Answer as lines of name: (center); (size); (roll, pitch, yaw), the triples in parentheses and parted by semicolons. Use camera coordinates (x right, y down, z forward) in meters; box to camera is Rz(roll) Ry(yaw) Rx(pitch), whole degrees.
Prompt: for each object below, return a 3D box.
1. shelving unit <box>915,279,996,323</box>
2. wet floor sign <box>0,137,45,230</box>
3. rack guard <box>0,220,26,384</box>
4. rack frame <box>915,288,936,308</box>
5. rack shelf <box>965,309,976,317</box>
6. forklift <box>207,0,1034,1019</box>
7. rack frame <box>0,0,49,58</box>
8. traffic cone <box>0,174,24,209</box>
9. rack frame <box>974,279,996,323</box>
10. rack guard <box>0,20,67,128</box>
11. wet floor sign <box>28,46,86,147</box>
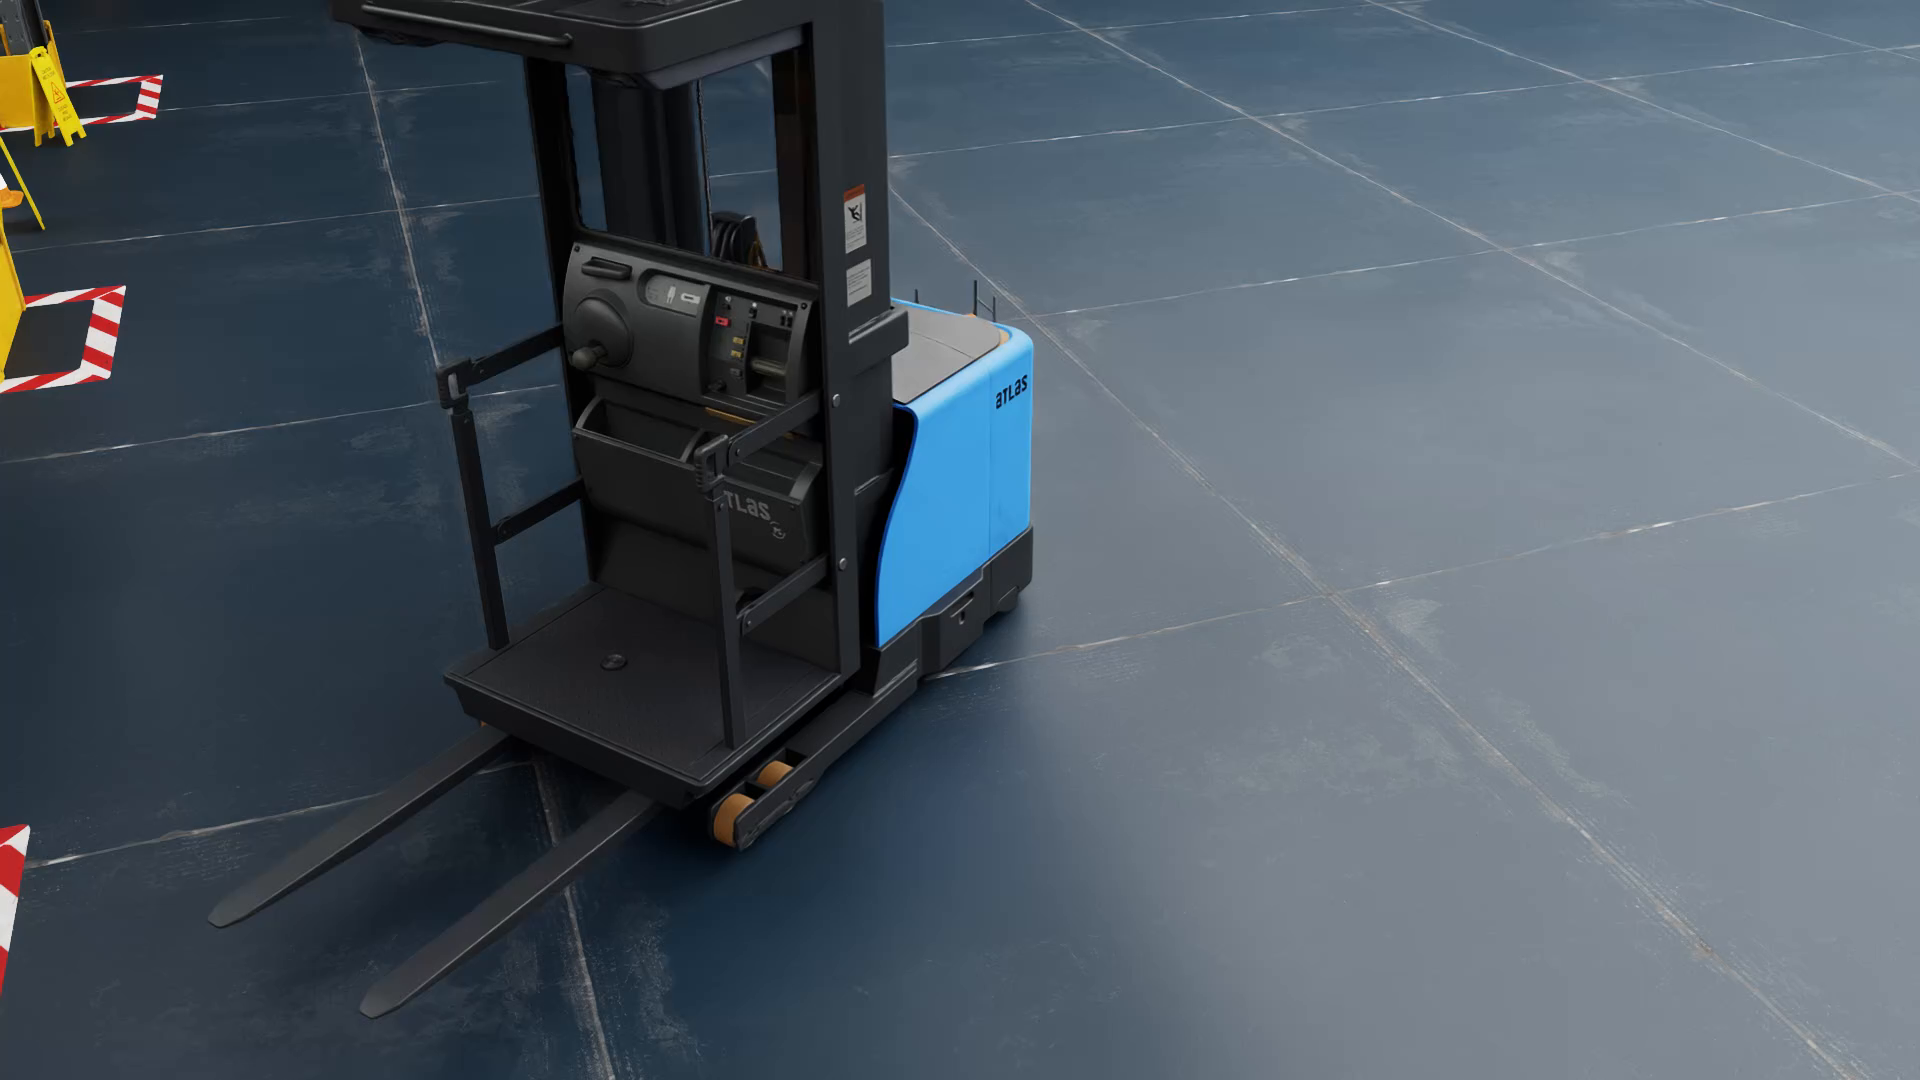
shelving unit: (-0.018, -0.477, 6.527); (0.252, 1.050, 0.215); (-12, 32, -20)
wet floor sign: (-5.694, -2.184, 9.931); (0.232, 0.644, 0.267); (-16, 33, -26)
rack guard: (-5.008, -1.201, 8.353); (0.348, 0.500, 1.175); (-10, 31, -18)
rack frame: (-0.131, -0.454, 6.486); (0.008, 1.050, 0.200); (-12, 32, -20)
rack shelf: (-0.018, -0.715, 6.392); (0.240, 0.259, 0.215); (-12, 32, -20)
forklift: (-0.942, -0.594, 4.832); (1.130, 2.935, 3.031); (18, 34, 28)
rack frame: (-6.852, -4.562, 11.728); (0.127, 3.000, 1.000); (-10, 31, -18)
traffic cone: (-6.099, -2.331, 10.374); (0.334, 0.463, 0.336); (-10, 31, -18)
rack frame: (0.094, -0.500, 6.568); (0.008, 1.050, 0.200); (-12, 32, -20)
rack guard: (-6.923, -3.463, 12.324); (0.348, 0.500, 1.175); (-10, 31, -18)
wet floor sign: (-6.301, -3.076, 11.497); (0.232, 0.644, 0.267); (0, 30, 0)
